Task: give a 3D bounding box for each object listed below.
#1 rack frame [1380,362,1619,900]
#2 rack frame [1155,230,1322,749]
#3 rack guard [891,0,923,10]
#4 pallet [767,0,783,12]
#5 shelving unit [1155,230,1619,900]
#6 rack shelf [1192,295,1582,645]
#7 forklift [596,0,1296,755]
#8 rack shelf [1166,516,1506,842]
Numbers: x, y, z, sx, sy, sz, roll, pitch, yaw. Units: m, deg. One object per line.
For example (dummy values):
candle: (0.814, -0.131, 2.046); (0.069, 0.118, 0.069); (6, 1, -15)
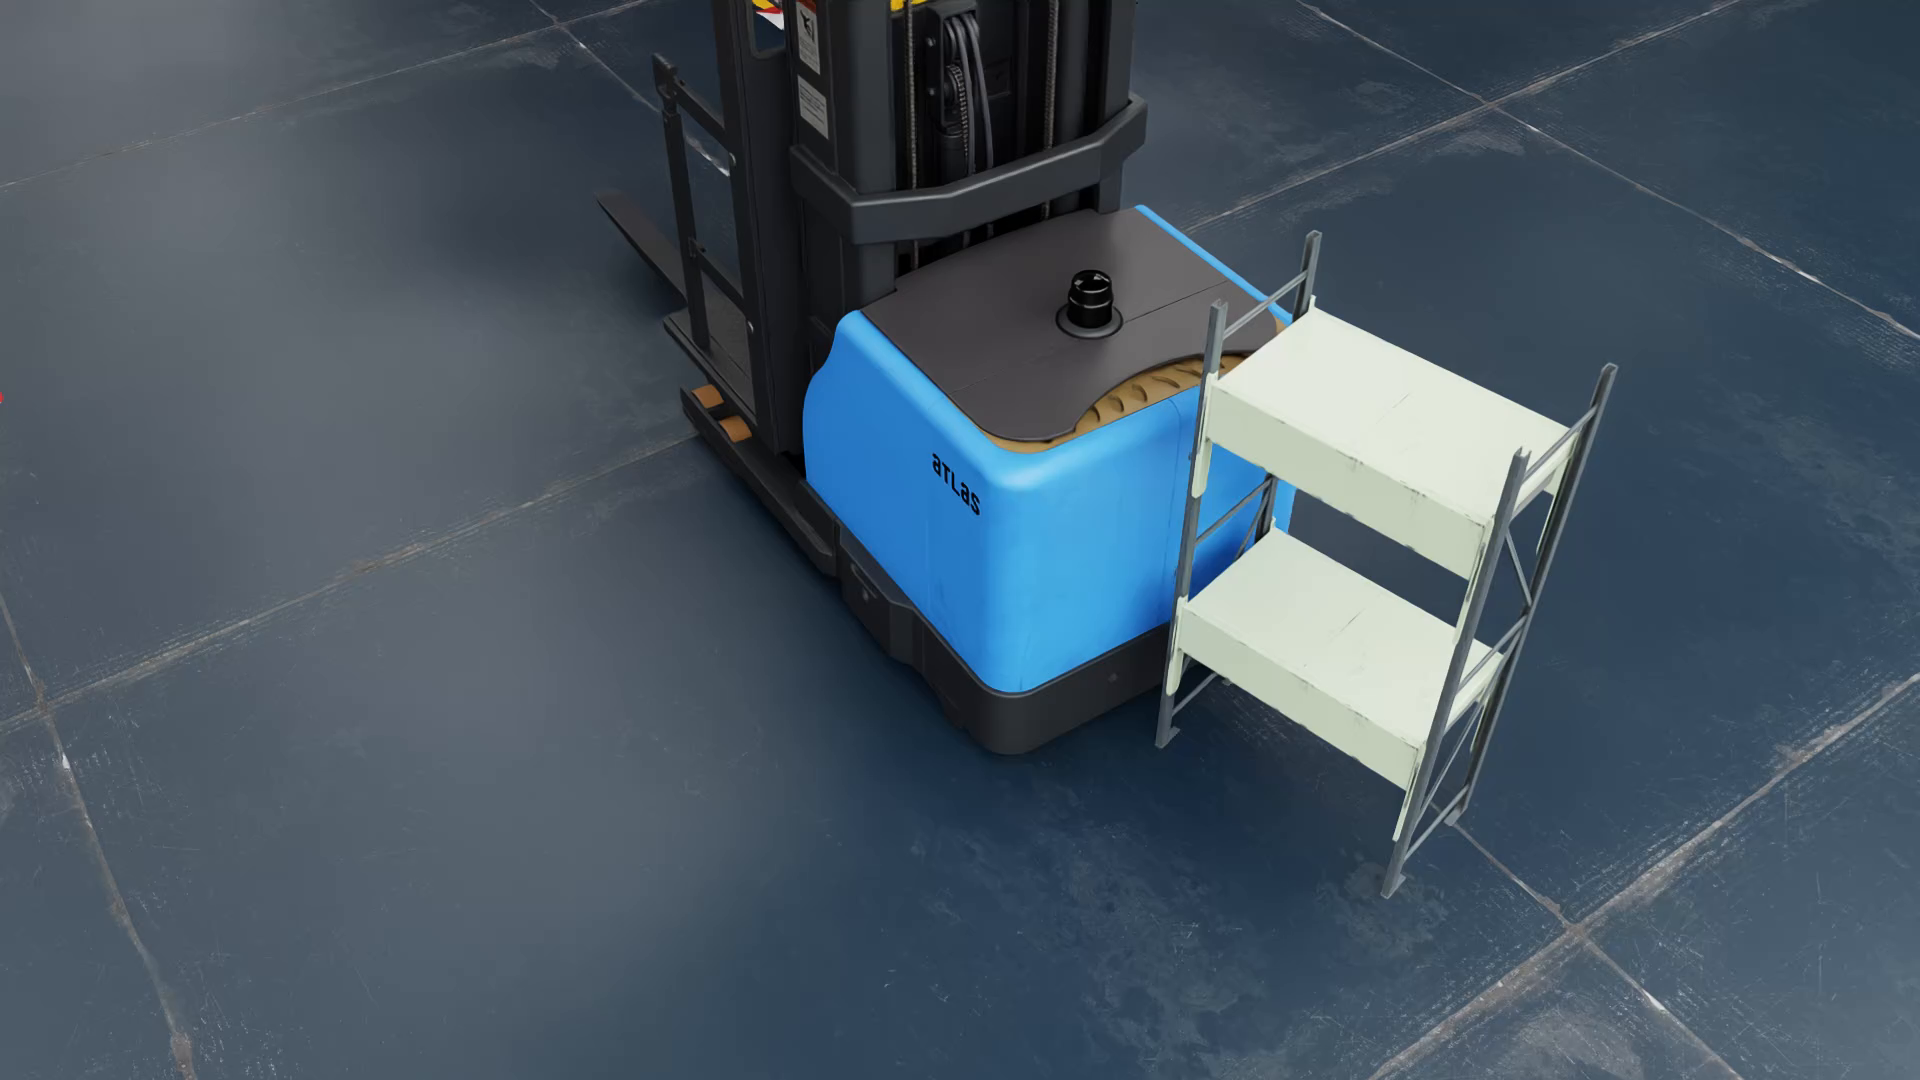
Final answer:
rack frame: (1.226, 0.278, 3.873); (0.023, 1.500, 0.400); (32, 52, 29)
rack frame: (0.688, -0.065, 4.231); (0.023, 1.500, 0.400); (32, 52, 29)
rack guard: (-0.174, -2.716, 7.733); (1.175, 0.500, 0.348); (-26, 49, -24)
pallet: (-0.710, -3.047, 8.289); (1.003, 0.211, 1.213); (-26, 49, -24)
shelving unit: (0.957, 0.107, 4.052); (0.755, 1.500, 0.431); (32, 52, 29)
rack shelf: (0.957, -0.176, 3.783); (0.720, 0.370, 0.431); (32, 52, 29)
forklift: (-0.278, -1.468, 4.665); (1.130, 2.935, 3.031); (-24, 49, -23)
rack shelf: (0.957, 0.343, 4.277); (0.720, 0.370, 0.431); (32, 52, 29)
